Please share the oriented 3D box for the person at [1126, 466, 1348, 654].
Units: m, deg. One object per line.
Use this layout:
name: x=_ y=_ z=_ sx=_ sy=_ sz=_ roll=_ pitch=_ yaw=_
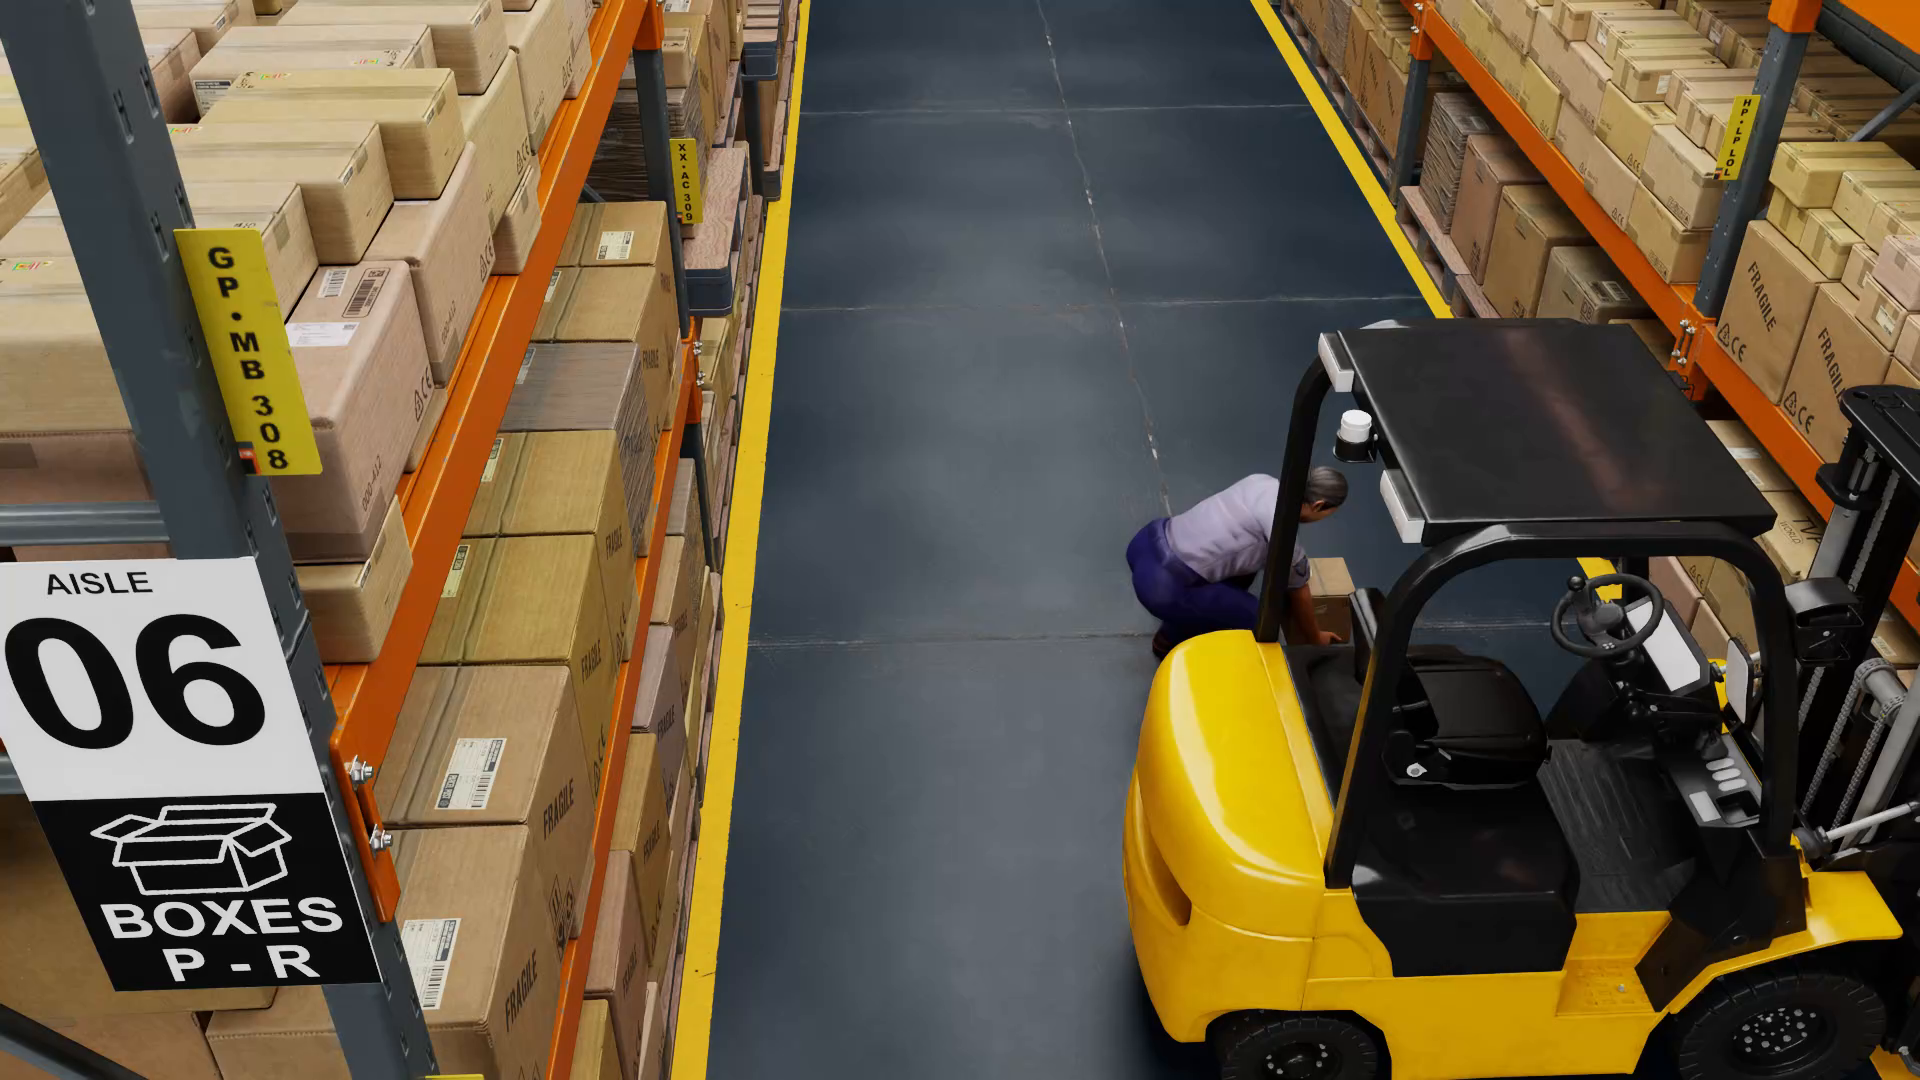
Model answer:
person: x=1.088 y=0.145 z=6.578 sx=0.860 sy=0.938 sz=0.511 roll=-2 pitch=36 yaw=-3
